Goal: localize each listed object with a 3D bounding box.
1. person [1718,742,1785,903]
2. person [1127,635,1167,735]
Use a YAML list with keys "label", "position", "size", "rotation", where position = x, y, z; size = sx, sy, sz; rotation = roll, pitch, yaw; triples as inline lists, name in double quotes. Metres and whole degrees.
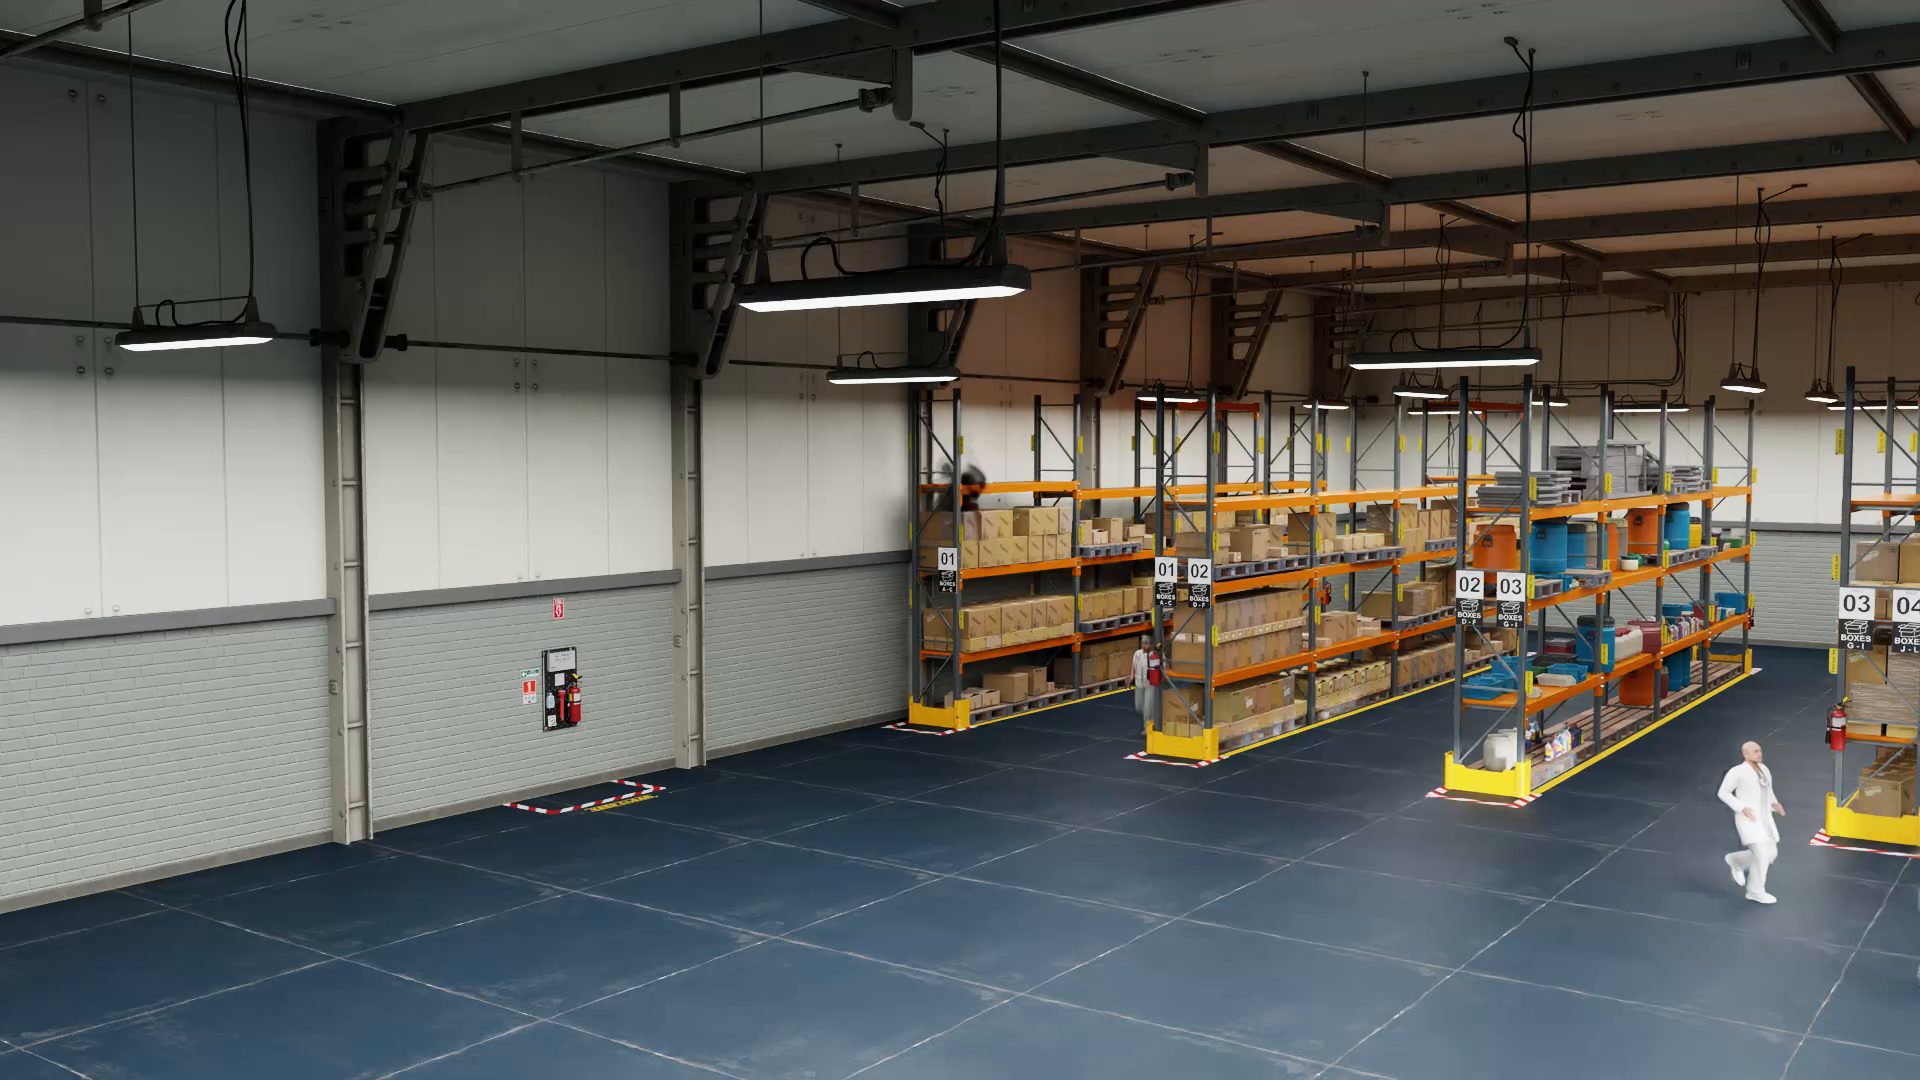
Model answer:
- label: "person"
  position: [8.713, 3.095, 18.352]
  size: [0.712, 1.715, 0.753]
  rotation: [-1, 4, -23]
- label: "person"
  position: [3.298, 2.495, 28.953]
  size: [0.650, 1.733, 0.652]
  rotation: [2, 4, 30]
